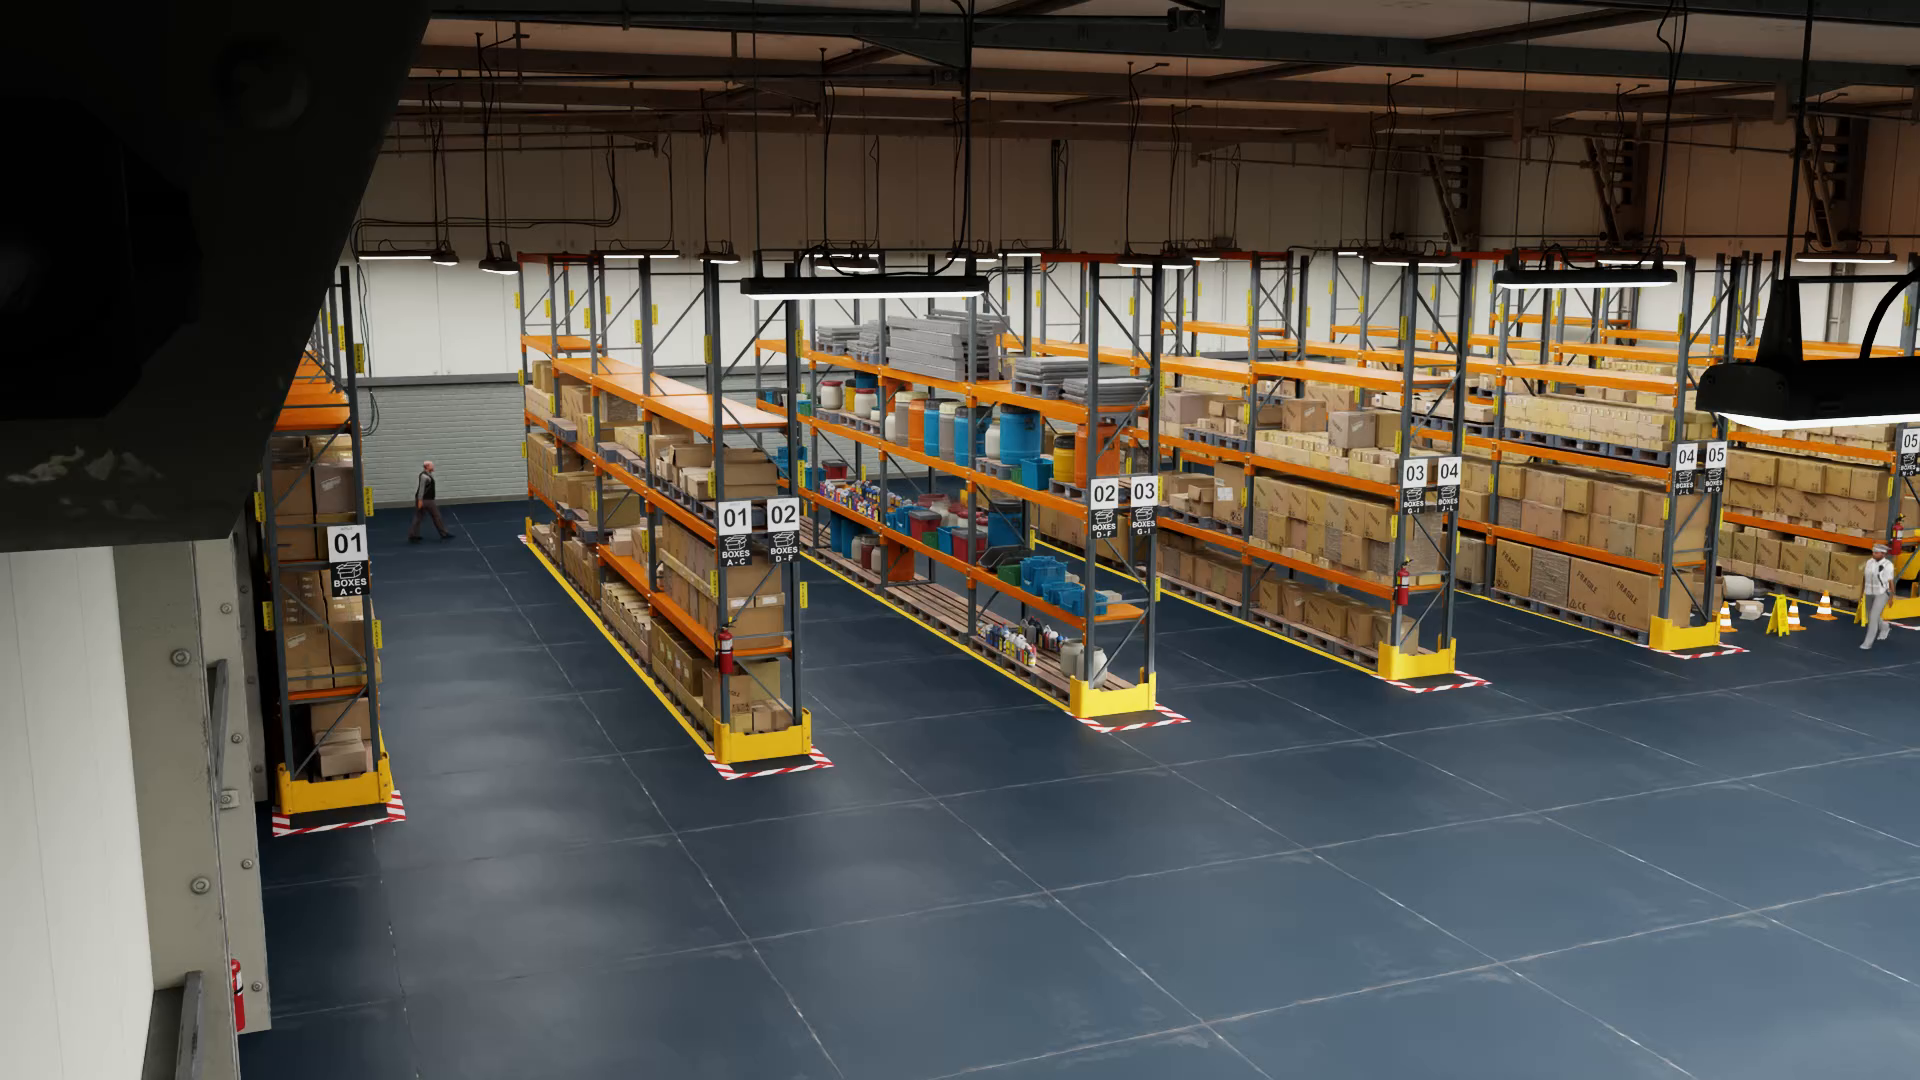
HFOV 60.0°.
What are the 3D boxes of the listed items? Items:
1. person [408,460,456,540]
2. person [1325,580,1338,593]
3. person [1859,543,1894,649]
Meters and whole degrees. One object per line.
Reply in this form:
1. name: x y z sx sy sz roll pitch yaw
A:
1. person: -11.163 -0.849 34.905 0.971 1.657 0.507 -8 13 -38
2. person: 6.609 0.241 29.162 0.527 1.679 0.676 -5 11 -25
3. person: 14.271 0.834 25.831 0.891 1.643 0.458 -6 12 -29
